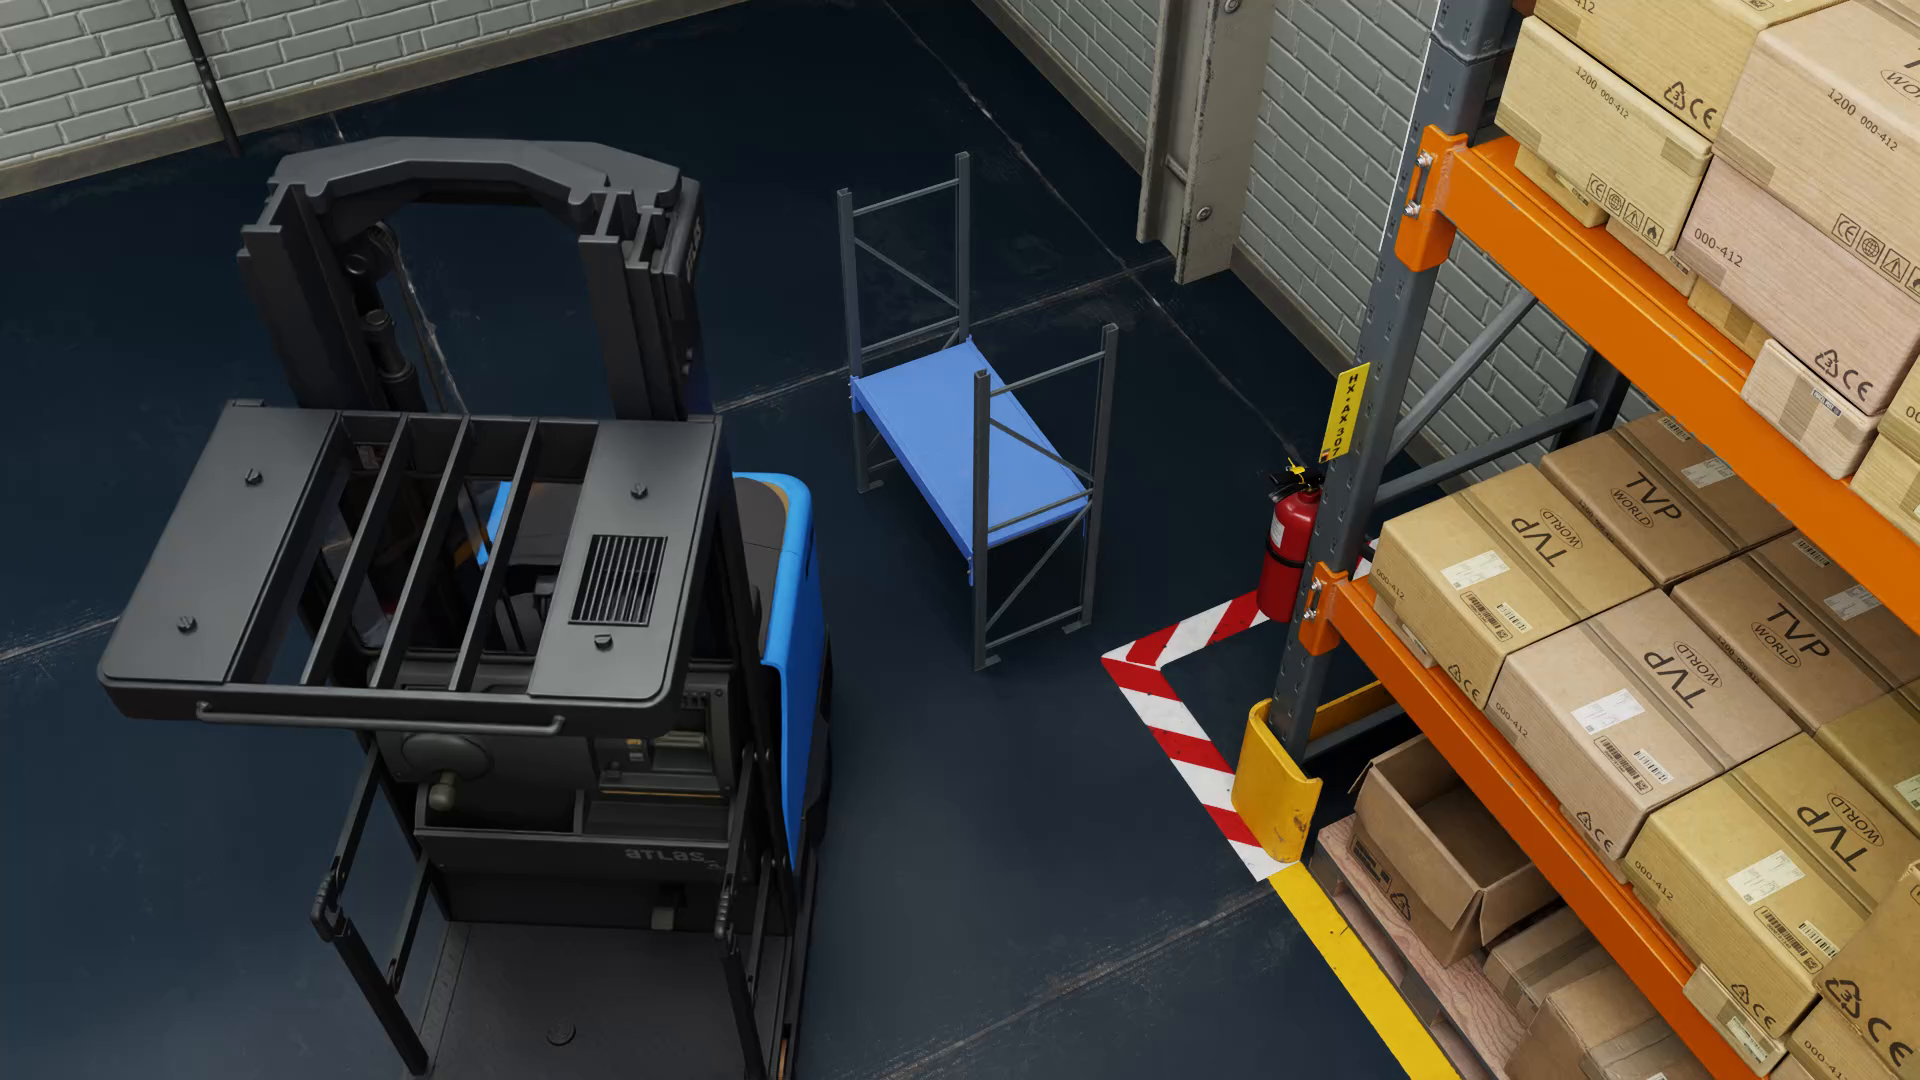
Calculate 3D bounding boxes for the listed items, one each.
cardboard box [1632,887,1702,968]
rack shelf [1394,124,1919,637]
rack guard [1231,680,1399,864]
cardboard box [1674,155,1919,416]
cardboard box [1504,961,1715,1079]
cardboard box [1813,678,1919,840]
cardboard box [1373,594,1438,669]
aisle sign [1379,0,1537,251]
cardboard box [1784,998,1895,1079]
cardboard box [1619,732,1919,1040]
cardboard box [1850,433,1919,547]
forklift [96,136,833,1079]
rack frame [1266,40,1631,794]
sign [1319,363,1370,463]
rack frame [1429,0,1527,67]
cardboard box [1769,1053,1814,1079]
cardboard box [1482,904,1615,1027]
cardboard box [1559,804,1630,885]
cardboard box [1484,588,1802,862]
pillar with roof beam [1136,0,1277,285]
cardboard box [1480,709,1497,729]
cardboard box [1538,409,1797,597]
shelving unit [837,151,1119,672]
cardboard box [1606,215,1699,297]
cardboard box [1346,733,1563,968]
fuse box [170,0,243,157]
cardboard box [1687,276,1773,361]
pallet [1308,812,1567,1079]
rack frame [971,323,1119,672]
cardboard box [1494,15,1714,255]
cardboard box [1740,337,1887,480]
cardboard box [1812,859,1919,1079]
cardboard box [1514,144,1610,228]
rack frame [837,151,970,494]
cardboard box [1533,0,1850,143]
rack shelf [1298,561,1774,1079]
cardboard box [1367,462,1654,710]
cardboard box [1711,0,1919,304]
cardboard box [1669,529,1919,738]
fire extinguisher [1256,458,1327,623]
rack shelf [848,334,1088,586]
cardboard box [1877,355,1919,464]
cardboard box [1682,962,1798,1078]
[{"bbox_3d":[1.895,0.848,4.075,0.380,0.149,0.250,-20,52,-17],"label":"cardboard box"},{"bbox_3d":[2.408,0.355,2.825,1.077,0.370,4.000,-21,52,-18],"label":"rack shelf"},{"bbox_3d":[1.527,0.641,5.750,1.175,0.500,0.348,-21,52,-18],"label":"rack guard"},{"bbox_3d":[1.704,-0.545,3.036,0.500,0.250,0.500,-20,52,-17],"label":"cardboard box"},{"bbox_3d":[2.045,1.479,4.738,0.700,0.500,0.500,-19,52,-16],"label":"cardboard box"},{"bbox_3d":[2.396,0.613,4.015,0.500,0.250,0.500,-20,52,-16],"label":"cardboard box"},{"bbox_3d":[1.399,0.164,4.673,0.380,0.149,0.250,-22,52,-18],"label":"cardboard box"},{"bbox_3d":[1.200,-1.033,3.827,0.394,0.787,0.004,-21,52,-18],"label":"aisle sign"},{"bbox_3d":[2.179,1.125,3.568,0.500,0.250,0.500,-22,53,-18],"label":"cardboard box"},{"bbox_3d":[1.926,0.790,3.861,0.500,0.250,0.500,-22,52,-18],"label":"cardboard box"},{"bbox_3d":[1.826,-0.125,2.934,0.380,0.149,0.250,-21,52,-18],"label":"cardboard box"},{"bbox_3d":[-1.061,0.619,4.154,1.130,2.935,3.031,2,49,2],"label":"forklift"},{"bbox_3d":[1.493,-0.233,4.854,1.000,3.000,0.127,-21,52,-18],"label":"rack frame"},{"bbox_3d":[1.010,-0.331,4.364,0.100,0.325,0.005,-21,52,-18],"label":"sign"},{"bbox_3d":[1.493,-2.208,2.596,1.000,3.000,0.127,-21,52,-18],"label":"rack frame"},{"bbox_3d":[2.083,1.213,3.756,0.380,0.149,0.250,-20,52,-17],"label":"cardboard box"},{"bbox_3d":[1.848,1.307,5.122,0.380,0.149,0.250,-23,53,-19],"label":"cardboard box"},{"bbox_3d":[1.769,0.673,4.228,0.380,0.149,0.250,-20,52,-16],"label":"cardboard box"},{"bbox_3d":[1.692,0.452,4.156,0.500,0.250,0.500,-21,52,-17],"label":"cardboard box"},{"bbox_3d":[-2.768,-2.840,3.148,9.100,9.000,0.400,-21,52,-18],"label":"pillar with roof beam"},{"bbox_3d":[1.557,0.318,4.538,0.380,0.149,0.250,-20,52,-17],"label":"cardboard box"},{"bbox_3d":[1.939,-0.065,4.609,0.500,0.250,0.500,-20,52,-16],"label":"cardboard box"},{"bbox_3d":[0.039,-0.437,6.028,0.538,1.500,1.048,-21,52,-18],"label":"shelving unit"},{"bbox_3d":[1.575,-0.678,3.417,0.380,0.149,0.250,-20,52,-17],"label":"cardboard box"},{"bbox_3d":[1.688,0.893,5.249,0.797,0.503,0.637,-23,53,-19],"label":"cardboard box"},{"bbox_3d":[-3.586,-2.488,7.682,0.539,1.711,0.414,-21,52,-18],"label":"fuse box"},{"bbox_3d":[1.677,-0.500,3.262,0.380,0.149,0.250,-21,52,-17],"label":"cardboard box"},{"bbox_3d":[1.893,1.269,5.393,1.003,0.211,1.213,-21,52,-18],"label":"pallet"},{"bbox_3d":[0.272,-0.096,5.731,0.500,1.500,0.032,-21,52,-18],"label":"rack frame"},{"bbox_3d":[1.453,-0.878,3.327,0.500,0.250,0.500,-22,52,-18],"label":"cardboard box"},{"bbox_3d":[1.700,-0.298,3.085,0.380,0.149,0.250,-20,52,-17],"label":"cardboard box"},{"bbox_3d":[2.147,0.872,3.291,0.500,0.500,0.500,-20,52,-17],"label":"cardboard box"},{"bbox_3d":[1.432,-0.844,3.563,0.380,0.149,0.250,-20,52,-17],"label":"cardboard box"},{"bbox_3d":[-0.194,-0.777,6.326,0.500,1.500,0.032,-21,52,-18],"label":"rack frame"},{"bbox_3d":[1.472,-1.050,3.146,0.500,0.250,0.500,-22,52,-18],"label":"cardboard box"},{"bbox_3d":[2.408,1.342,3.954,1.077,0.370,4.000,-21,52,-18],"label":"rack shelf"},{"bbox_3d":[1.461,0.115,4.451,0.500,0.250,0.500,-21,52,-17],"label":"cardboard box"},{"bbox_3d":[1.688,-0.703,2.842,0.500,0.250,0.500,-22,52,-18],"label":"cardboard box"},{"bbox_3d":[2.174,0.280,4.307,0.500,0.250,0.500,-21,52,-17],"label":"cardboard box"},{"bbox_3d":[1.014,-0.024,4.970,0.296,0.674,0.183,-21,52,-18],"label":"fire extinguisher"},{"bbox_3d":[0.039,-0.318,6.164,0.538,0.185,1.000,-21,52,-18],"label":"rack shelf"},{"bbox_3d":[1.927,-0.198,2.732,0.500,0.250,0.500,-23,53,-19],"label":"cardboard box"},{"bbox_3d":[1.944,1.043,3.904,0.380,0.149,0.250,-23,53,-19],"label":"cardboard box"}]
